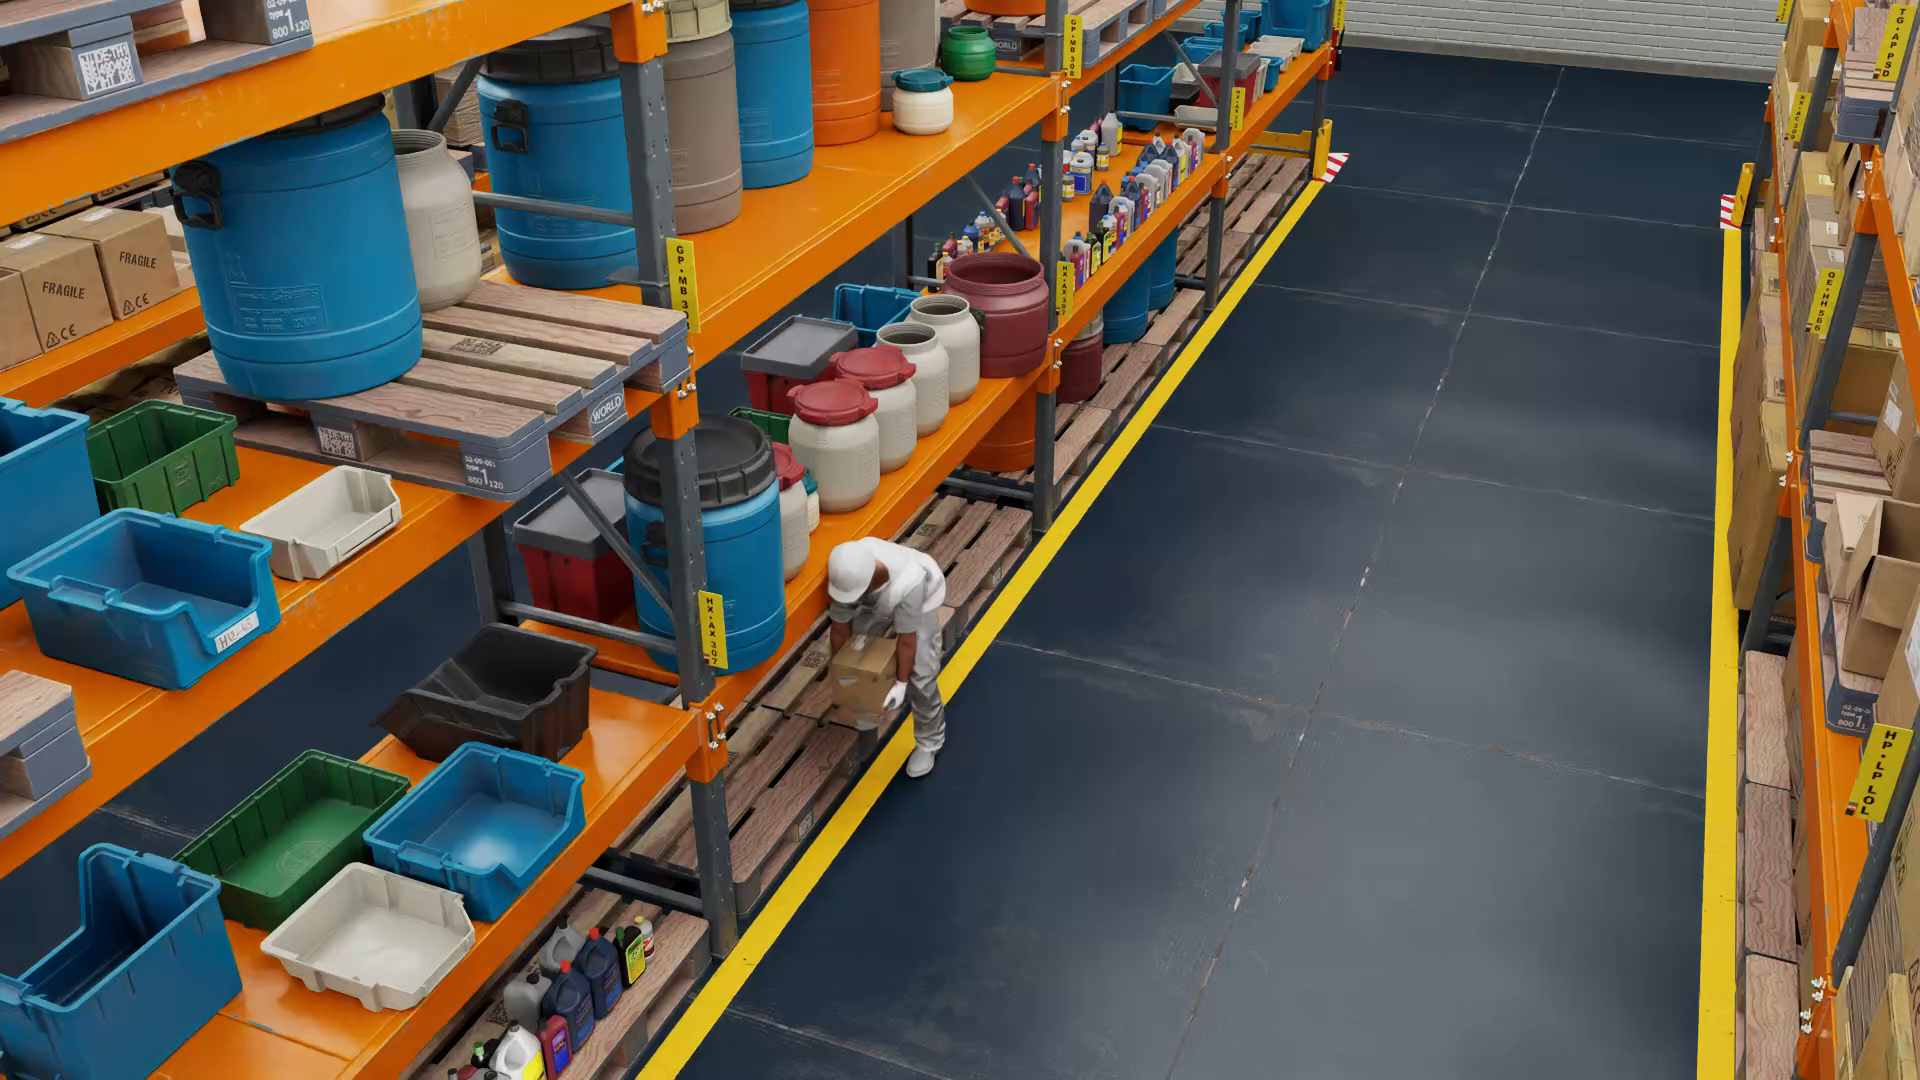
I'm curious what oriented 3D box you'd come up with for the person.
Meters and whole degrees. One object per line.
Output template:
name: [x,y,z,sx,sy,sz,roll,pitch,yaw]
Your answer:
person: [-0.377,0.513,7.782,0.505,1.474,0.862,11,31,18]
